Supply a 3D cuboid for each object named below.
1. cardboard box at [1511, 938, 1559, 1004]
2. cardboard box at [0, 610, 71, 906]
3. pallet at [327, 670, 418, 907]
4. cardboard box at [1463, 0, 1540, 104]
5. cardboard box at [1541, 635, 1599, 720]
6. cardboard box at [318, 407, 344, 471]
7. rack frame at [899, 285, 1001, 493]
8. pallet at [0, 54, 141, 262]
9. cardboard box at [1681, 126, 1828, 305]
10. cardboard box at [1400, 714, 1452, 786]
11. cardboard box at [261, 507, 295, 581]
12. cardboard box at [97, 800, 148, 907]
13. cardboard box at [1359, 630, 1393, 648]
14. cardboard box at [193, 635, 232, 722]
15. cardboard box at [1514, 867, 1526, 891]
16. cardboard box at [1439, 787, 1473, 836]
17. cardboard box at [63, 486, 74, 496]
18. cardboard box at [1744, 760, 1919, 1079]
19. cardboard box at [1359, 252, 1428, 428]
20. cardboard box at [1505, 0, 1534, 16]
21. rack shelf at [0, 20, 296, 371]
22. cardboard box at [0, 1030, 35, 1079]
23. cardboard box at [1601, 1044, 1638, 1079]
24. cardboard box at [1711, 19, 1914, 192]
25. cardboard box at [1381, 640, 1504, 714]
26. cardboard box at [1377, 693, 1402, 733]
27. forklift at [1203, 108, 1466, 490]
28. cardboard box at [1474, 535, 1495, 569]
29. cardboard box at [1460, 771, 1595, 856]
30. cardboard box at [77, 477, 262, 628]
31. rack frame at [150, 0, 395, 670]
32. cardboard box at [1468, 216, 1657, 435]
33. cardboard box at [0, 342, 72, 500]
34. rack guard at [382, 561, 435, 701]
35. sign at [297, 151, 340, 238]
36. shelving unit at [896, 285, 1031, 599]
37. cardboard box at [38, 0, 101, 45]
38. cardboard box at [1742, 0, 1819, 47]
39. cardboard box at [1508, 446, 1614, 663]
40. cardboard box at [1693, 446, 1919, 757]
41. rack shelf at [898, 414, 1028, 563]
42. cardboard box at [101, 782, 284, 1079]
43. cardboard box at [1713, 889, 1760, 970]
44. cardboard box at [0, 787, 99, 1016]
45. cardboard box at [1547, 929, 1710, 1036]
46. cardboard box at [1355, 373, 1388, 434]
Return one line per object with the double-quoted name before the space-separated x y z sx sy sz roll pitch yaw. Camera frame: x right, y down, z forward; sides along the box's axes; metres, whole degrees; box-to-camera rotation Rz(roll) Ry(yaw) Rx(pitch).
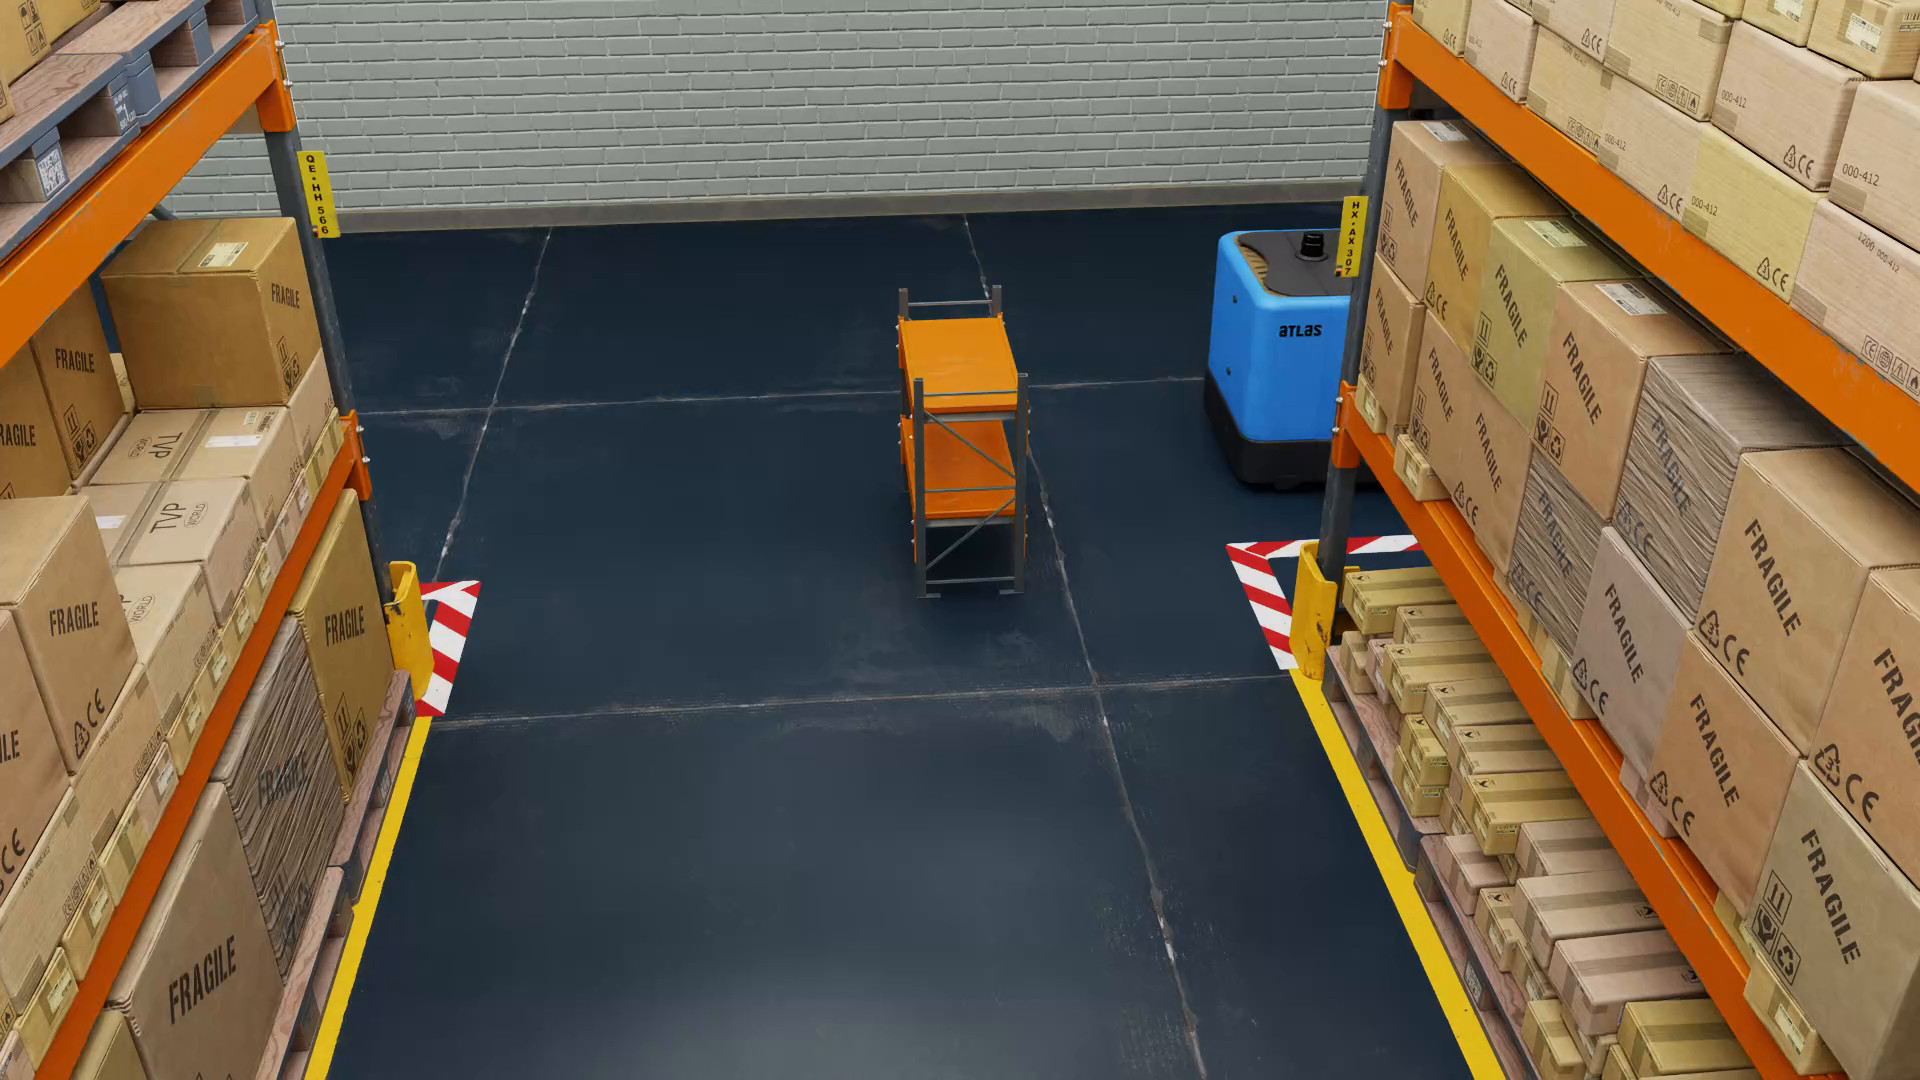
"cardboard box" 2.005 1.409 5.337 0.380 0.149 0.250 -2 31 -4
"cardboard box" -2.342 0.506 3.603 0.500 0.500 0.500 -3 31 -5
"pallet" -2.734 0.959 6.438 1.003 0.211 1.213 -3 31 -5
"cardboard box" 1.893 -1.541 5.127 0.500 0.250 0.500 -2 31 -3
"cardboard box" 1.957 0.392 4.913 0.380 0.149 0.250 -2 31 -4
"cardboard box" -2.526 -0.369 6.187 0.380 0.149 0.250 -2 31 -4
"rack frame" -0.048 -0.746 8.402 0.500 1.125 0.032 -3 31 -5
"pallet" -2.690 -0.890 3.976 1.003 0.211 1.213 -3 31 -5
"cardboard box" 2.037 -0.762 3.822 0.500 0.250 0.500 -3 31 -5
"cardboard box" 1.851 0.767 6.122 0.380 0.149 0.250 -2 31 -3
"cardboard box" -2.455 0.020 5.536 0.380 0.149 0.250 -2 31 -4
"cardboard box" -2.310 0.807 4.218 0.380 0.149 0.250 -3 31 -5
"cardboard box" 1.854 0.367 6.791 0.380 0.149 0.250 -2 31 -3
"cardboard box" -2.383 0.412 4.880 0.380 0.149 0.250 -2 31 -4
"cardboard box" 2.052 1.172 5.442 0.380 0.149 0.250 -1 31 -2
"cardboard box" 1.961 1.015 5.995 0.380 0.149 0.250 -3 31 -4
"cardboard box" -3.012 0.074 5.057 0.500 0.250 0.500 -4 31 -6
"cardboard box" 2.108 0.810 3.582 0.500 0.500 0.500 -3 31 -5
"cardboard box" 1.828 -0.757 6.204 0.500 0.500 0.500 -1 31 -2
"cardboard box" 1.893 -1.764 5.011 0.500 0.250 0.500 -3 31 -5
"rack shelf" -2.700 -0.600 4.106 1.077 0.370 4.000 -3 31 -5
"cardboard box" -2.234 1.206 3.550 0.380 0.149 0.250 -4 31 -6
"cardboard box" 2.083 1.578 4.764 0.380 0.149 0.250 -2 31 -4
"cardboard box" 2.048 -0.980 3.699 0.500 0.250 0.500 -2 31 -3
"cardboard box" 1.813 0.513 6.256 0.380 0.149 0.250 -3 31 -5
"cardboard box" 1.897 0.628 6.645 0.380 0.149 0.250 -3 31 -5
"forklift" 2.915 -1.812 8.425 3.031 2.935 1.130 -2 31 -4
"cardboard box" 1.963 -0.006 5.580 0.380 0.149 0.250 -3 31 -5
"cardboard box" 1.914 0.914 5.584 0.380 0.149 0.250 -2 31 -4
"cardboard box" -2.483 0.048 5.101 0.500 0.250 0.500 -4 31 -6
"rack frame" -2.887 -0.643 6.401 1.000 3.000 0.127 -3 31 -5
"cardboard box" 1.918 -0.663 5.071 0.500 0.500 0.500 -3 31 -6
"cardboard box" -3.010 -0.250 4.869 0.500 0.500 0.500 -4 31 -6
"rack guard" -2.889 0.418 7.062 1.175 0.500 0.348 -3 31 -5
"sign" -2.345 -1.260 6.075 0.100 0.325 0.005 -3 31 -5
"shelving unit" -0.001 -0.486 7.967 0.538 1.125 1.048 -3 31 -5
"cardboard box" -2.852 -1.640 4.542 0.700 0.500 0.500 -4 31 -6
"cardboard box" 1.987 -1.201 3.681 0.380 0.149 0.250 -3 31 -5
"cardboard box" 1.990 0.026 4.894 0.500 0.500 0.500 -4 31 -6
"cardboard box" 2.068 0.123 3.756 0.500 0.500 0.500 -4 31 -6
"rack shelf" -0.001 -0.276 8.093 0.538 0.278 1.000 -3 31 -5
"cardboard box" -2.579 1.331 4.759 0.875 0.875 0.875 -3 31 -5
"cardboard box" 2.077 0.921 4.027 0.380 0.149 0.250 -2 31 -3
"cardboard box" -2.338 0.830 3.792 0.500 0.250 0.500 -3 31 -5
"cardboard box" 1.985 1.307 4.927 0.380 0.149 0.250 -4 31 -7
"cardboard box" 1.765 -0.540 6.473 0.380 0.149 0.250 -3 31 -5
